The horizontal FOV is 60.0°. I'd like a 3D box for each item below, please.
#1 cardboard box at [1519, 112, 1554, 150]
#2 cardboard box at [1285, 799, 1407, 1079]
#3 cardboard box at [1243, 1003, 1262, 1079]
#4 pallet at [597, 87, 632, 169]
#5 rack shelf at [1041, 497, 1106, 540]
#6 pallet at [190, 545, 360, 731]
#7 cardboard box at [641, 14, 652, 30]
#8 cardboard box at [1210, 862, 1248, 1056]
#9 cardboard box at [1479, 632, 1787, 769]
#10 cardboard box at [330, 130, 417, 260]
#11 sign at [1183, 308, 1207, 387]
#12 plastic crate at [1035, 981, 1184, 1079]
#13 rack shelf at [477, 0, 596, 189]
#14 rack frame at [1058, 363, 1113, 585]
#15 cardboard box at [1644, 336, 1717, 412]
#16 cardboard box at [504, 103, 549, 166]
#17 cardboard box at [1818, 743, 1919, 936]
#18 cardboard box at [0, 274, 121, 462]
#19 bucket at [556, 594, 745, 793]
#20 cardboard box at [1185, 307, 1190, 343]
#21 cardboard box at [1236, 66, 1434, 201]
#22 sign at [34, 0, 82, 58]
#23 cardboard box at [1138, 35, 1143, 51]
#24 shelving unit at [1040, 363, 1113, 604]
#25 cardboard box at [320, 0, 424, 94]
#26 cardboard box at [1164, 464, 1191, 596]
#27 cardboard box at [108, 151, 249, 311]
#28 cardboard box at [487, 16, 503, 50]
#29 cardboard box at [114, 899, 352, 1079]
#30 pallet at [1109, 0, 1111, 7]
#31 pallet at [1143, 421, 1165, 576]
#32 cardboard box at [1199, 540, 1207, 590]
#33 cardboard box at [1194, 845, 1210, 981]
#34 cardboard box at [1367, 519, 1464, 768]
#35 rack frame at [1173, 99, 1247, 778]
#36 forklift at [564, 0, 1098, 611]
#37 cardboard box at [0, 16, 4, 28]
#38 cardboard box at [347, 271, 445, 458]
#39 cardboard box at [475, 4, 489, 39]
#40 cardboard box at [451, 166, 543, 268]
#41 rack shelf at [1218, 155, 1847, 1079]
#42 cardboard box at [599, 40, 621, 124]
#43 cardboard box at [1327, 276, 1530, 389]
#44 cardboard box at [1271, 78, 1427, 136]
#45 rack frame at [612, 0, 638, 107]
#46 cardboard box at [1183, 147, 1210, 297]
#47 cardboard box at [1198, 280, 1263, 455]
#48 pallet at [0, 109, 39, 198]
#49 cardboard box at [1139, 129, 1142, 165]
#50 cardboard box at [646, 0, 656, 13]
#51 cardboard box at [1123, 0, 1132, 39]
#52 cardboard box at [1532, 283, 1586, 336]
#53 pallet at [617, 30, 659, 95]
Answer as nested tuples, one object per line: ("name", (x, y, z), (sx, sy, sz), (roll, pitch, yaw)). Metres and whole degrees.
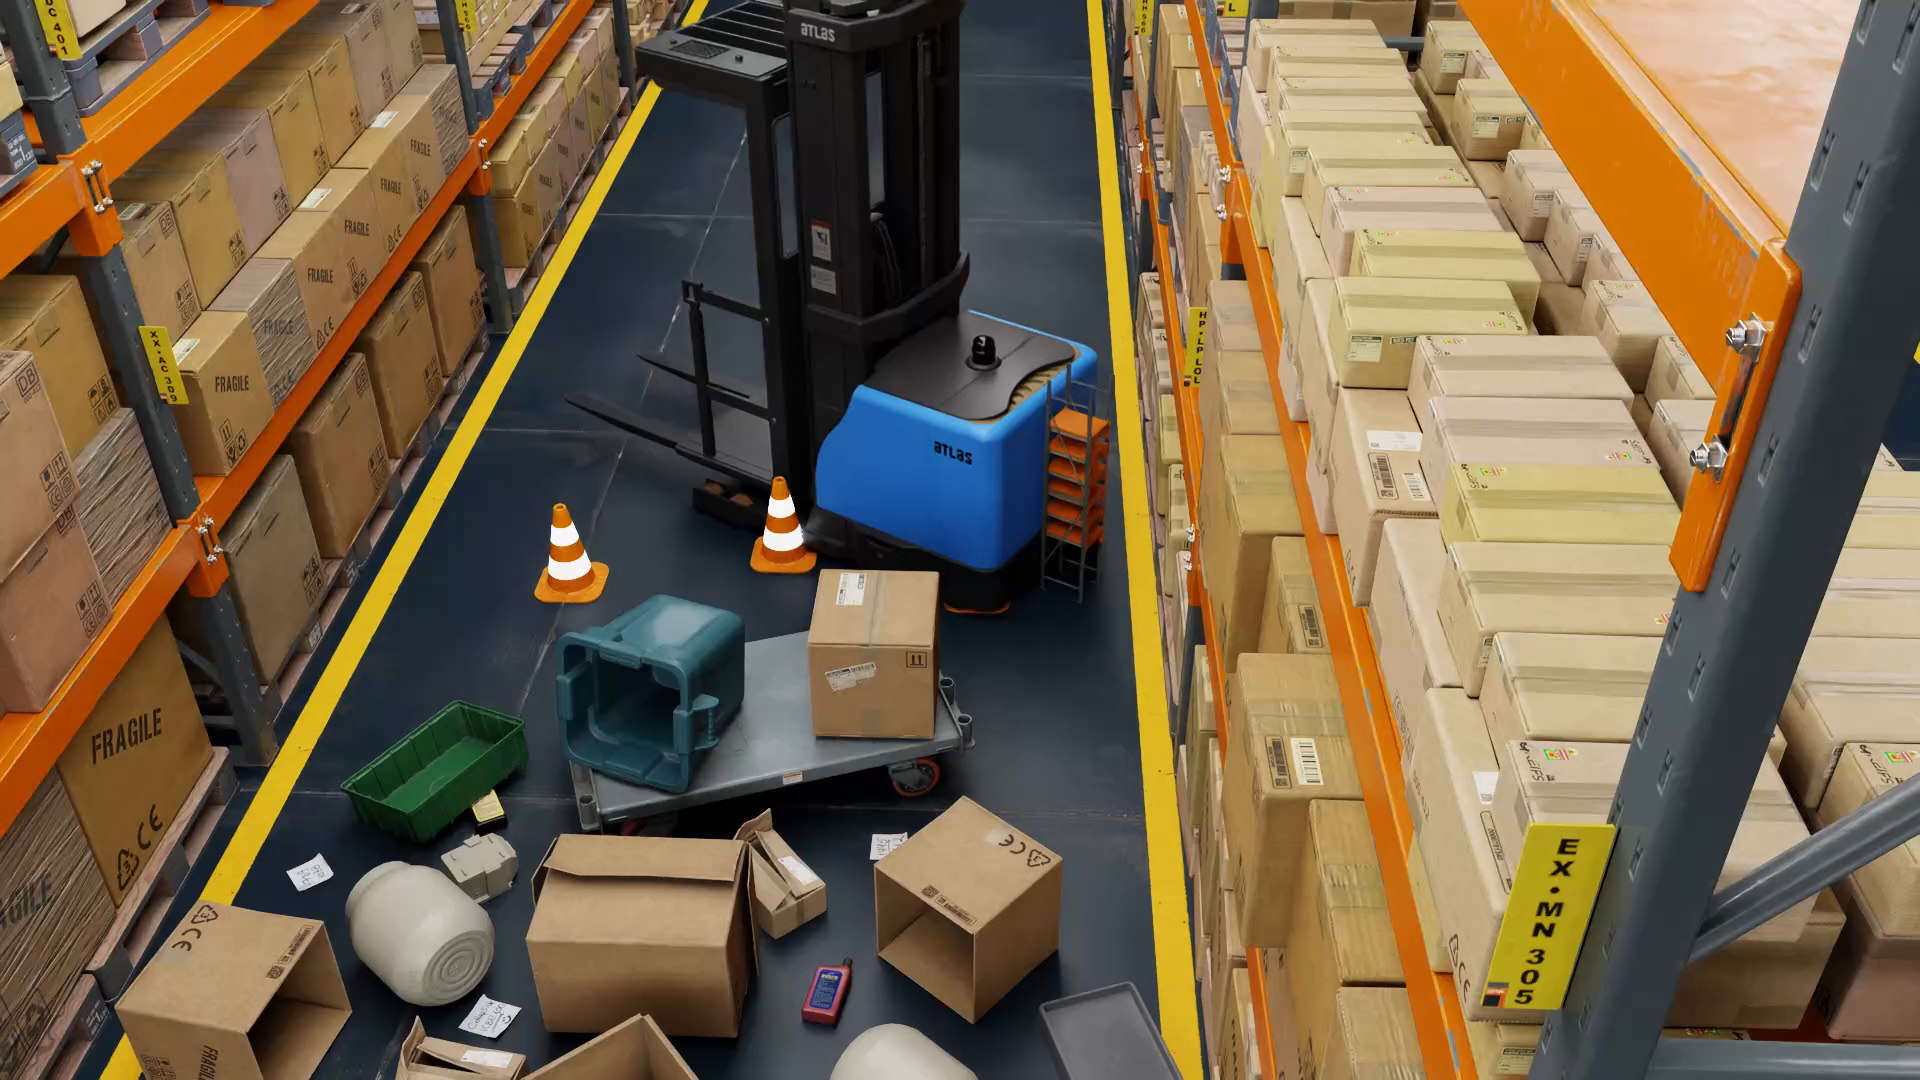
("cardboard box", (1.726, -1.030, 4.469), (0.380, 0.149, 0.250), (2, 35, 3))
("cardboard box", (1.103, 0.920, 3.562), (0.700, 0.500, 0.500), (2, 35, 2))
("cardboard box", (1.018, 1.487, 4.780), (0.380, 0.149, 0.250), (3, 35, 4))
("pallet", (-3.225, -3.281, 13.181), (1.003, 0.211, 1.213), (1, 35, 2))
("rack shelf", (0.554, -0.122, 8.112), (0.258, 0.103, 0.180), (20, 40, 26))
("pallet", (-3.561, 0.422, 7.911), (1.003, 0.211, 1.213), (1, 35, 2))
("cardboard box", (-2.931, -4.521, 14.634), (0.380, 0.149, 0.250), (1, 35, 1))
("cardboard box", (1.108, 1.368, 5.515), (0.500, 0.500, 0.500), (3, 35, 4))
("cardboard box", (1.040, 0.282, 2.602), (0.380, 0.149, 0.250), (2, 35, 3))
("cardboard box", (-3.147, -1.774, 8.524), (0.500, 0.500, 0.500), (1, 35, 1))
("sign", (0.879, -0.702, 6.078), (0.100, 0.325, 0.005), (1, 35, 2))
("plastic crate", (0.551, 1.860, 5.979), (0.402, 0.080, 0.583), (-10, 36, -14))
("rack shelf", (-3.276, -3.426, 11.588), (1.077, 0.370, 4.000), (1, 35, 2))
("rack frame", (0.603, -0.301, 8.080), (0.240, 1.200, 0.006), (20, 40, 26))
("cardboard box", (1.648, -0.292, 3.419), (0.380, 0.149, 0.250), (2, 35, 3))
("cardboard box", (-3.066, -2.709, 11.099), (0.500, 0.250, 0.500), (1, 35, 1))
("cardboard box", (1.491, 0.431, 2.390), (0.380, 0.149, 0.250), (1, 35, 2))
("cardboard box", (-3.566, -0.565, 5.822), (0.875, 0.550, 0.550), (1, 35, 2))
("bucket", (-1.218, 0.575, 6.793), (0.726, 0.611, 0.620), (13, 27, 18))
("cardboard box", (1.181, -0.888, 7.204), (0.380, 0.149, 0.250), (1, 35, 1))
("cardboard box", (1.142, -1.258, 5.140), (0.500, 0.250, 0.500), (1, 35, 1))
("sign", (-2.962, -1.733, 5.425), (0.100, 0.325, 0.005), (1, 35, 2))
("cardboard box", (1.377, -3.237, 10.389), (0.500, 0.250, 0.500), (0, 35, 1))
("shelving unit", (0.554, -0.257, 8.017), (0.258, 1.200, 0.189), (20, 40, 26))
("cardboard box", (-3.384, -2.764, 9.063), (0.700, 0.500, 0.500), (1, 35, 2))
("cardboard box", (1.478, -0.028, 8.048), (0.950, 0.372, 0.625), (3, 35, 5))
("cardboard box", (-3.484, -1.304, 6.986), (0.700, 0.500, 0.500), (1, 35, 1))
("cardboard box", (-3.115, -3.202, 10.497), (0.380, 0.149, 0.250), (3, 35, 4))
("cardboard box", (-2.554, 1.664, 5.891), (0.500, 0.500, 0.500), (7, 36, 10))
("pallet", (1.962, -5.509, 16.352), (1.003, 0.211, 1.213), (1, 35, 2))
("pallet", (1.510, -0.226, 8.834), (1.003, 0.211, 1.213), (1, 35, 2))
("cardboard box", (1.100, 0.059, 6.221), (0.380, 0.149, 0.250), (1, 35, 2))
("cardboard box", (1.130, 1.376, 6.156), (0.500, 0.250, 0.500), (3, 35, 5))
("cardboard box", (1.059, 0.204, 3.059), (0.500, 0.250, 0.500), (1, 35, 1))
("rack frame", (1.434, -0.217, 6.396), (1.000, 3.000, 0.127), (1, 35, 2))
("forklift", (-0.814, -1.505, 8.288), (3.031, 2.935, 1.130), (21, 40, 27))
("cardboard box", (-3.648, -2.062, 6.090), (0.500, 0.250, 0.500), (2, 35, 2))
("cardboard box", (-3.502, -0.973, 9.062), (1.050, 0.750, 0.750), (2, 35, 3))
("cardboard box", (-3.127, -3.191, 10.222), (0.380, 0.149, 0.250), (3, 35, 4))
("cardboard box", (-3.073, -2.121, 10.914), (0.500, 0.500, 0.500), (0, 35, 0))
("rack shelf", (1.353, -0.001, 4.105), (1.077, 0.370, 4.000), (1, 35, 2))
("cardboard box", (-2.973, -3.588, 13.001), (0.500, 0.500, 0.500), (1, 35, 1))
("cardboard box", (1.019, -0.453, 3.647), (0.380, 0.149, 0.250), (2, 35, 3))
("cardboard box", (1.094, -1.193, 4.701), (0.380, 0.149, 0.250), (0, 35, 0))
("rack frame", (-3.195, -4.870, 13.016), (1.000, 3.000, 0.127), (1, 35, 2))
("cardboard box", (1.268, -1.404, 7.373), (0.500, 0.500, 0.500), (2, 35, 4))
("cardboard box", (1.199, -0.541, 5.642), (0.700, 0.500, 0.500), (1, 35, 1))
("pallet", (-3.560, -0.995, 4.971), (1.003, 0.211, 1.213), (1, 35, 2))
("cardboard box", (1.781, -3.239, 12.178), (0.875, 0.875, 0.875), (2, 35, 3))
("cardboard box", (-2.918, -4.798, 14.770), (0.380, 0.149, 0.250), (3, 35, 4))
("cardboard box", (1.388, -3.627, 11.378), (0.500, 0.250, 0.500), (1, 35, 1))
("cardboard box", (1.625, -0.370, 3.876), (0.500, 0.250, 0.500), (2, 35, 3))
("pallet", (-3.204, -4.115, 14.368), (1.003, 0.211, 1.213), (1, 35, 2))
